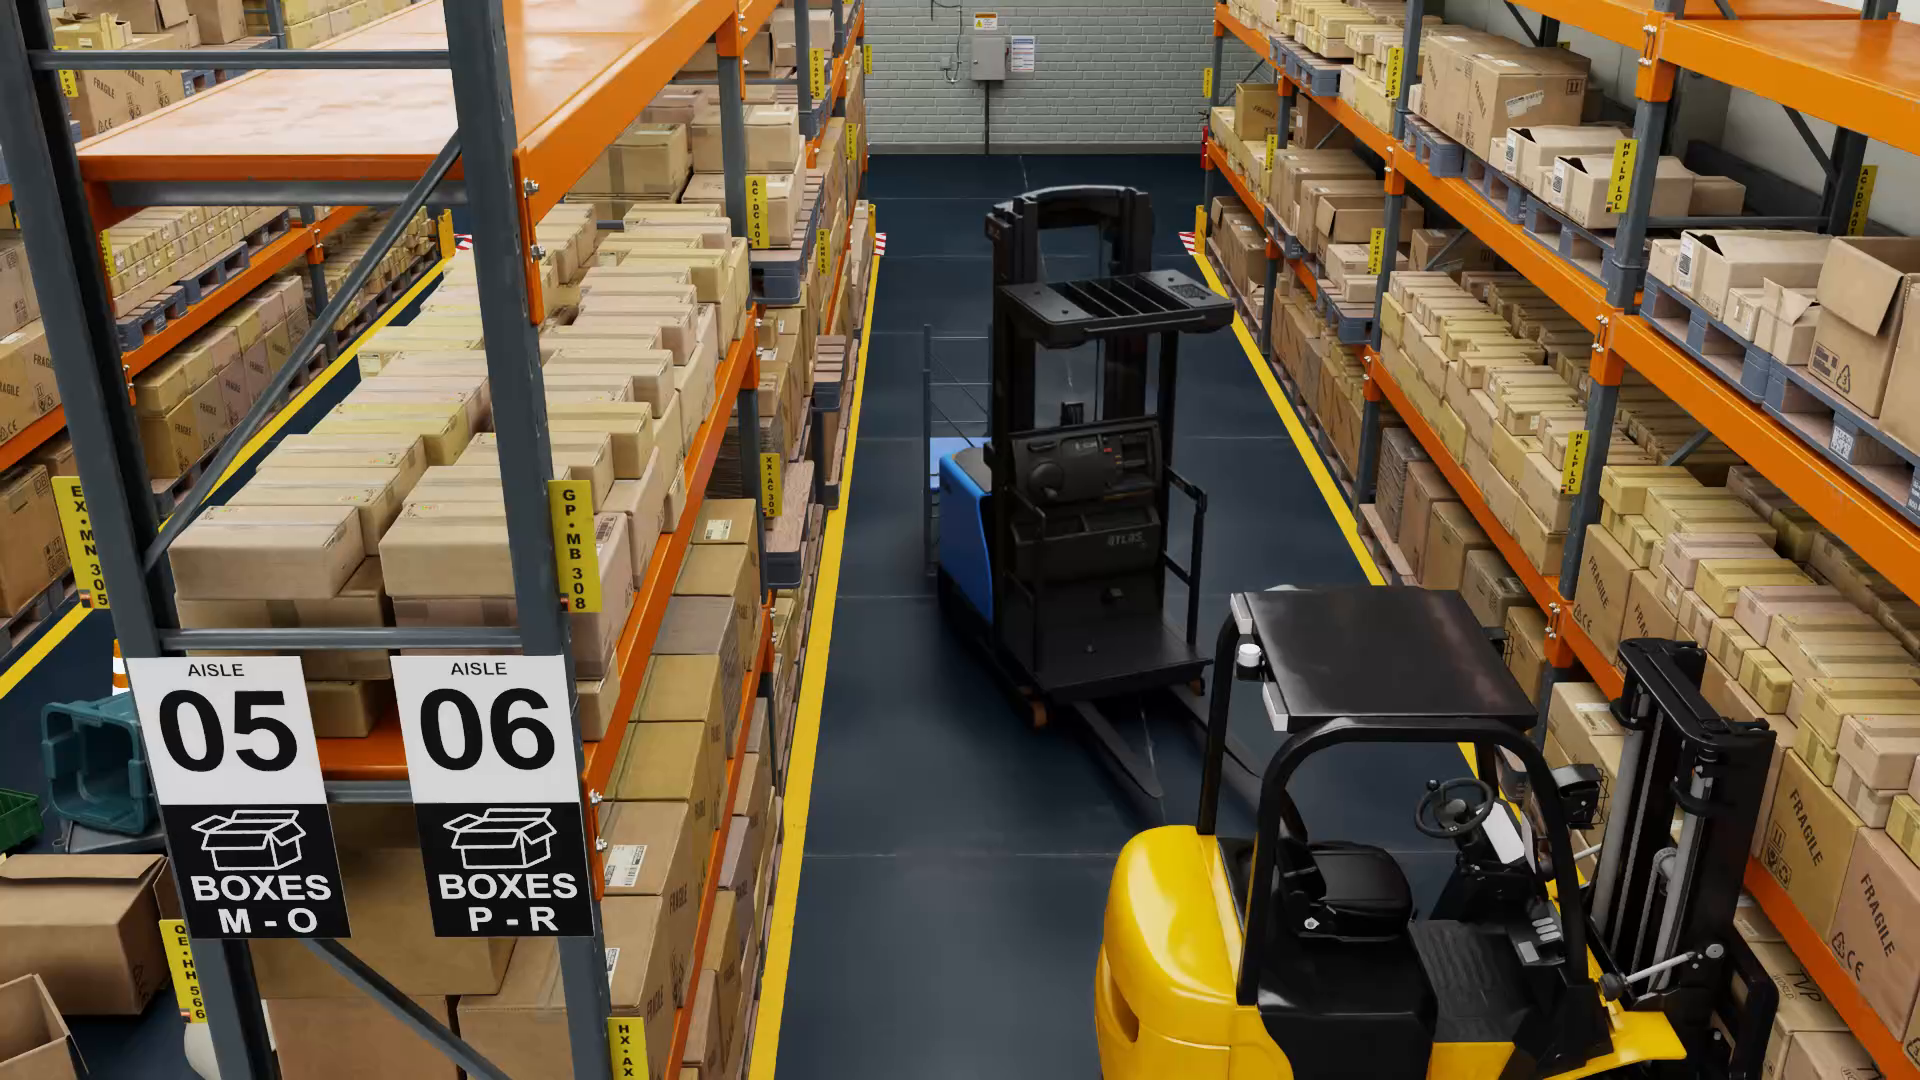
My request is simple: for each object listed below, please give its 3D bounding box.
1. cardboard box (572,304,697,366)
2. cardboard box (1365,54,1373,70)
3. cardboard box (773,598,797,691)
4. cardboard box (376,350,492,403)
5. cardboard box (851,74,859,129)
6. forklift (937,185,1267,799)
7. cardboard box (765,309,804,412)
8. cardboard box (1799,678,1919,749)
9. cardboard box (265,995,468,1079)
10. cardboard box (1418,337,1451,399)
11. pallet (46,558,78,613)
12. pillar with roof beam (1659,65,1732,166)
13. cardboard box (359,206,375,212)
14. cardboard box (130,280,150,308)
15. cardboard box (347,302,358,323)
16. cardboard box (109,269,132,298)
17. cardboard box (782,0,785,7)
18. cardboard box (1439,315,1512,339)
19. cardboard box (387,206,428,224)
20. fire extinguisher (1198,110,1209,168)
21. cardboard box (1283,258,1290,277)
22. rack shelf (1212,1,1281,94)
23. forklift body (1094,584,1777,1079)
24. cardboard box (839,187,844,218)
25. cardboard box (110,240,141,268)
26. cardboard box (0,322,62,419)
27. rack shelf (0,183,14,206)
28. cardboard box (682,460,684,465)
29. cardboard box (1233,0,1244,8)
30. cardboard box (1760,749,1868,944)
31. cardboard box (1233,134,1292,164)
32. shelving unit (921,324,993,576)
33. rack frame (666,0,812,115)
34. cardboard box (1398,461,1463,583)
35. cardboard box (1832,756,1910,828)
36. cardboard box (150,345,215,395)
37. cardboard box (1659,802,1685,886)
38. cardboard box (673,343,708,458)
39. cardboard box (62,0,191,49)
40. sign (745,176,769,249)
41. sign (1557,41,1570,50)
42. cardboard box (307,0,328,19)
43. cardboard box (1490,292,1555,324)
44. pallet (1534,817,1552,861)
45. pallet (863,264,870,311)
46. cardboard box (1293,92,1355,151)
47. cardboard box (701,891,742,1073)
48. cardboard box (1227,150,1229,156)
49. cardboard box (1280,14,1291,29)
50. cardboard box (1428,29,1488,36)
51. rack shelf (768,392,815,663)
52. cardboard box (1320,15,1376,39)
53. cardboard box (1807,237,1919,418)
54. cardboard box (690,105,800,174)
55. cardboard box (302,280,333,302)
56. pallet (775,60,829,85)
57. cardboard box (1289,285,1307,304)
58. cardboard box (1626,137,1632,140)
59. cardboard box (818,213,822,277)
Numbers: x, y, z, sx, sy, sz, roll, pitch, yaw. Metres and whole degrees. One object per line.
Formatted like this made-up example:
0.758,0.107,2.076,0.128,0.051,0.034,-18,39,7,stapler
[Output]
-1.123,-0.712,5.764,0.380,0.149,0.250,0,24,0,cardboard box
3.258,-3.582,12.471,0.380,0.149,0.250,0,24,0,cardboard box
-1.477,0.630,9.781,0.950,0.372,0.625,1,24,3,cardboard box
-1.622,-0.494,5.284,0.380,0.149,0.250,-1,24,-2,cardboard box
-1.304,-4.486,17.078,0.500,0.500,0.500,0,24,-1,cardboard box
0.819,-0.425,9.516,1.130,2.935,3.031,-8,26,-18,forklift
-1.190,-1.053,9.829,0.500,0.500,0.500,-1,24,-3,cardboard box
3.221,0.612,5.872,0.380,0.149,0.250,0,24,0,cardboard box
-1.695,1.381,4.958,0.500,0.500,0.500,-1,24,-1,cardboard box
3.215,-1.090,10.478,0.500,0.250,0.500,-1,24,-2,cardboard box
-6.516,0.147,11.552,1.003,0.211,1.213,0,24,-1,pallet
0.073,-3.717,9.432,9.100,9.000,0.400,0,24,-1,pillar with roof beam
-6.871,-3.691,18.882,0.380,0.149,0.250,-1,24,-3,cardboard box
-6.255,-1.821,12.315,0.380,0.149,0.250,1,24,2,cardboard box
-6.179,-2.250,16.419,0.380,0.149,0.250,0,24,1,cardboard box
-6.254,-1.861,12.042,0.380,0.149,0.250,1,24,2,cardboard box
-1.592,-5.367,15.963,0.797,0.503,0.637,2,24,4,cardboard box
3.252,-1.318,10.499,0.380,0.149,0.250,0,24,0,cardboard box
-6.278,-3.691,18.883,0.380,0.149,0.250,0,24,0,cardboard box
2.911,-4.686,19.401,0.296,0.674,0.183,0,24,-1,fire extinguisher
3.217,-2.519,15.439,0.380,0.149,0.250,-1,24,-1,cardboard box
3.397,-5.048,16.887,1.077,0.370,4.000,0,24,-1,rack shelf
1.705,1.374,6.486,2.313,2.155,1.214,0,24,-1,forklift body
-1.284,-2.934,14.555,0.500,0.250,0.500,0,24,1,cardboard box
-6.267,-2.098,12.206,0.380,0.149,0.250,-1,24,-2,cardboard box
-6.172,-1.104,10.813,0.500,0.500,0.500,0,24,-1,cardboard box
-6.428,-1.663,9.404,1.077,0.370,4.000,0,24,-1,rack shelf
-1.154,-0.247,5.705,0.380,0.149,0.250,-1,24,-2,cardboard box
3.126,-5.662,17.194,0.500,0.250,0.500,-1,24,-2,cardboard box
3.279,1.088,5.966,0.500,0.500,0.500,-1,24,-2,cardboard box
3.152,-4.084,17.345,0.500,0.250,0.500,-1,24,-2,cardboard box
0.001,-0.648,11.747,0.538,1.500,1.048,0,24,-1,shelving unit
-1.501,-4.246,10.601,1.000,3.000,0.127,0,24,-1,rack frame
3.470,-0.119,11.129,0.875,0.625,0.625,1,24,1,cardboard box
3.250,0.853,5.698,0.380,0.149,0.250,-1,24,-2,cardboard box
-6.221,-1.337,13.063,0.500,0.250,0.500,-1,24,-1,cardboard box
3.210,1.334,7.157,0.500,0.250,0.500,1,24,1,cardboard box
-1.165,-0.490,5.757,0.500,0.250,0.500,0,24,1,cardboard box
-6.608,-4.065,13.206,0.797,0.503,0.637,-1,24,-1,cardboard box
-0.915,-1.472,7.481,0.100,0.325,0.005,0,24,-1,sign
4.017,-3.174,11.147,0.100,0.325,0.005,0,24,-1,sign
-6.259,-5.028,15.545,0.500,0.250,0.500,0,24,-1,cardboard box
3.725,-1.530,10.967,0.380,0.149,0.250,0,24,-1,cardboard box
3.473,1.710,8.095,1.003,0.211,1.213,0,24,-1,pallet
-1.491,-2.708,17.864,1.003,0.211,1.213,0,24,-1,pallet
3.668,-4.208,16.709,0.500,0.500,0.500,-1,24,-2,cardboard box
-1.154,1.738,6.567,0.500,0.500,0.500,0,24,0,cardboard box
3.132,-4.264,18.227,0.380,0.149,0.250,0,24,1,cardboard box
3.024,-4.549,14.585,0.380,0.149,0.250,0,24,0,cardboard box
3.714,-3.725,12.426,0.380,0.149,0.250,0,24,-1,cardboard box
-1.479,-0.360,10.163,1.077,0.370,4.000,0,24,-1,rack shelf
3.059,-4.050,13.121,0.380,0.149,0.250,0,24,0,cardboard box
3.422,-0.735,5.723,0.797,0.503,0.637,1,24,1,cardboard box
-1.078,-2.030,8.406,0.500,0.250,0.500,-1,24,-2,cardboard box
-6.290,-2.403,16.035,0.380,0.149,0.250,1,24,2,cardboard box
-1.576,-3.519,12.863,1.003,0.211,1.213,1,24,2,pallet
3.237,-2.270,15.248,0.380,0.149,0.250,-1,24,-2,cardboard box
3.562,-2.156,9.274,0.380,0.166,0.250,0,24,-1,cardboard box
-1.262,-2.218,12.062,0.500,0.500,0.500,-1,24,-2,cardboard box
